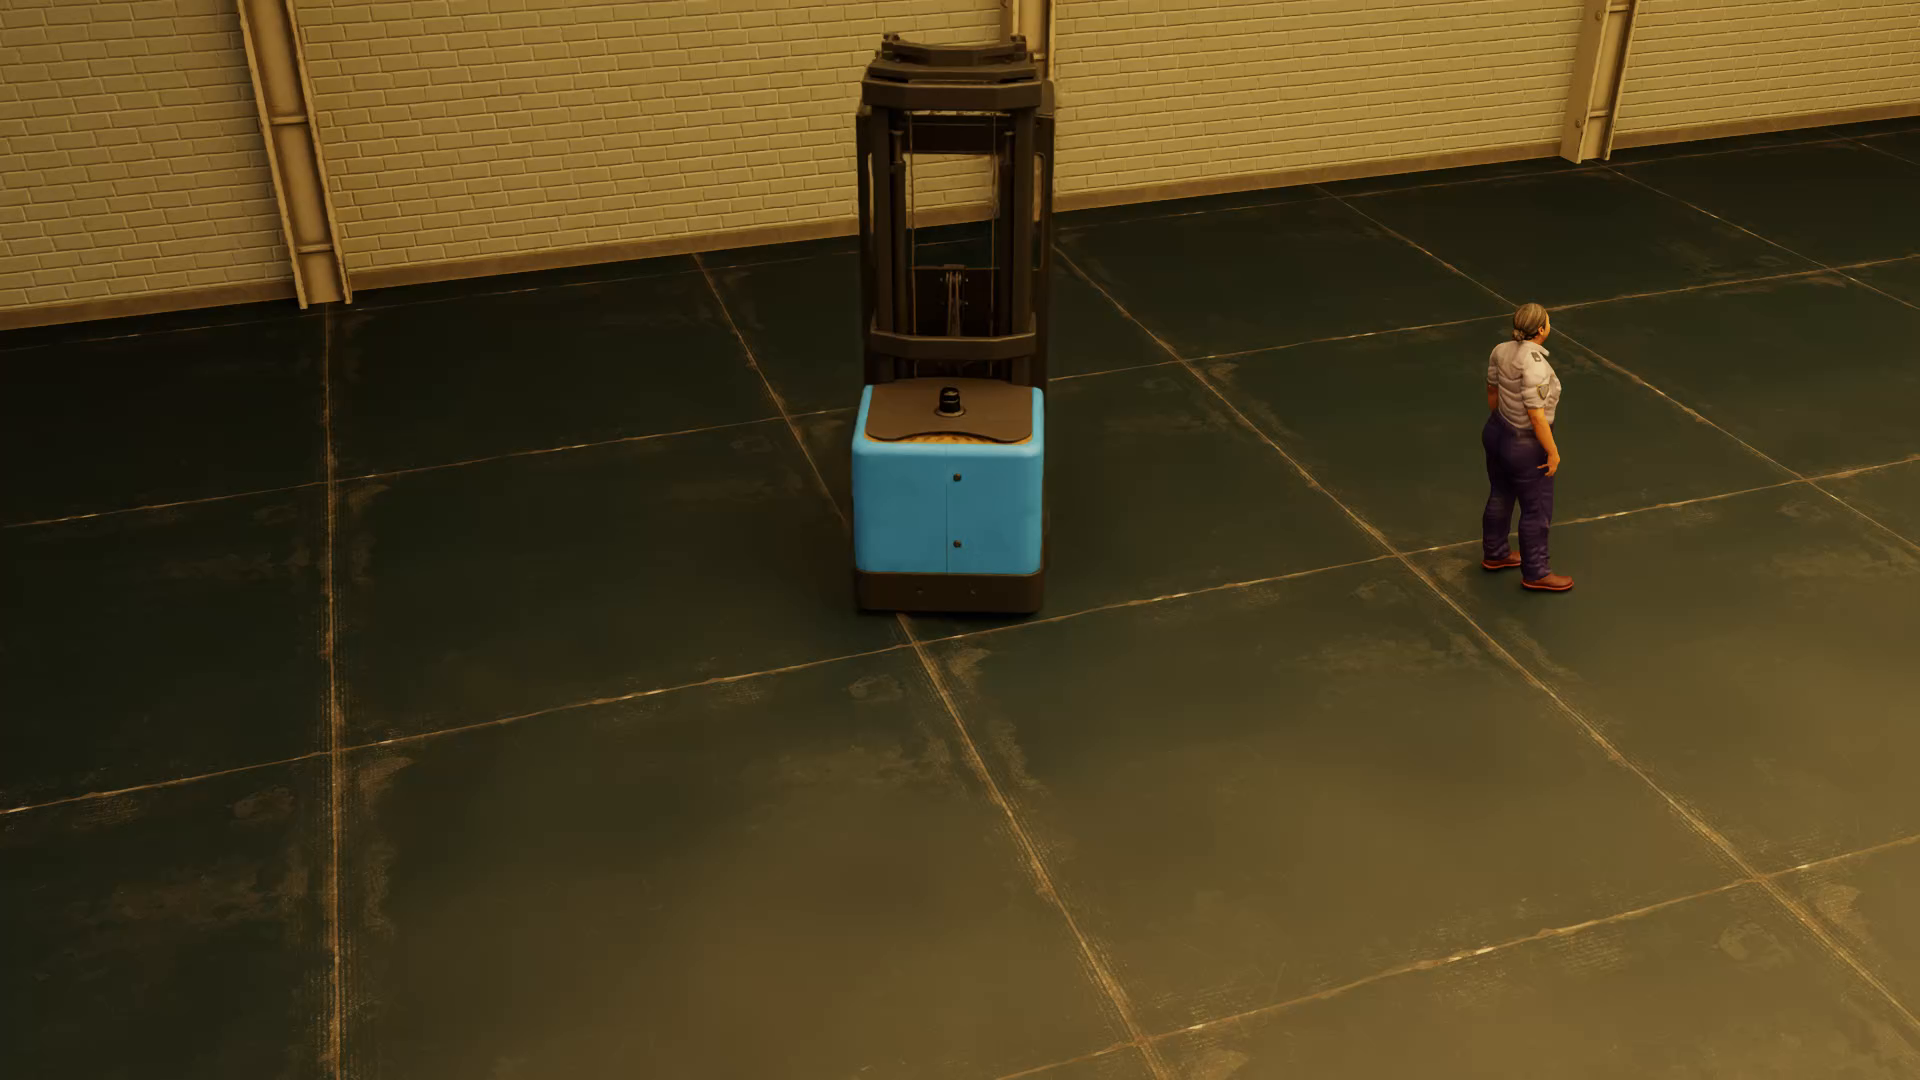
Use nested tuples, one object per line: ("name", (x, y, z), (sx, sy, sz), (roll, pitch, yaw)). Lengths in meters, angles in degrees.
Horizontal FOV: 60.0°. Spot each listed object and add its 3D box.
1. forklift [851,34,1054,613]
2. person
("forklift", (-0.017, -1.567, 9.811), (1.130, 2.935, 3.031), (1, 30, 2))
("person", (3.215, -0.542, 9.302), (0.502, 1.651, 0.598), (-8, 31, -13))
